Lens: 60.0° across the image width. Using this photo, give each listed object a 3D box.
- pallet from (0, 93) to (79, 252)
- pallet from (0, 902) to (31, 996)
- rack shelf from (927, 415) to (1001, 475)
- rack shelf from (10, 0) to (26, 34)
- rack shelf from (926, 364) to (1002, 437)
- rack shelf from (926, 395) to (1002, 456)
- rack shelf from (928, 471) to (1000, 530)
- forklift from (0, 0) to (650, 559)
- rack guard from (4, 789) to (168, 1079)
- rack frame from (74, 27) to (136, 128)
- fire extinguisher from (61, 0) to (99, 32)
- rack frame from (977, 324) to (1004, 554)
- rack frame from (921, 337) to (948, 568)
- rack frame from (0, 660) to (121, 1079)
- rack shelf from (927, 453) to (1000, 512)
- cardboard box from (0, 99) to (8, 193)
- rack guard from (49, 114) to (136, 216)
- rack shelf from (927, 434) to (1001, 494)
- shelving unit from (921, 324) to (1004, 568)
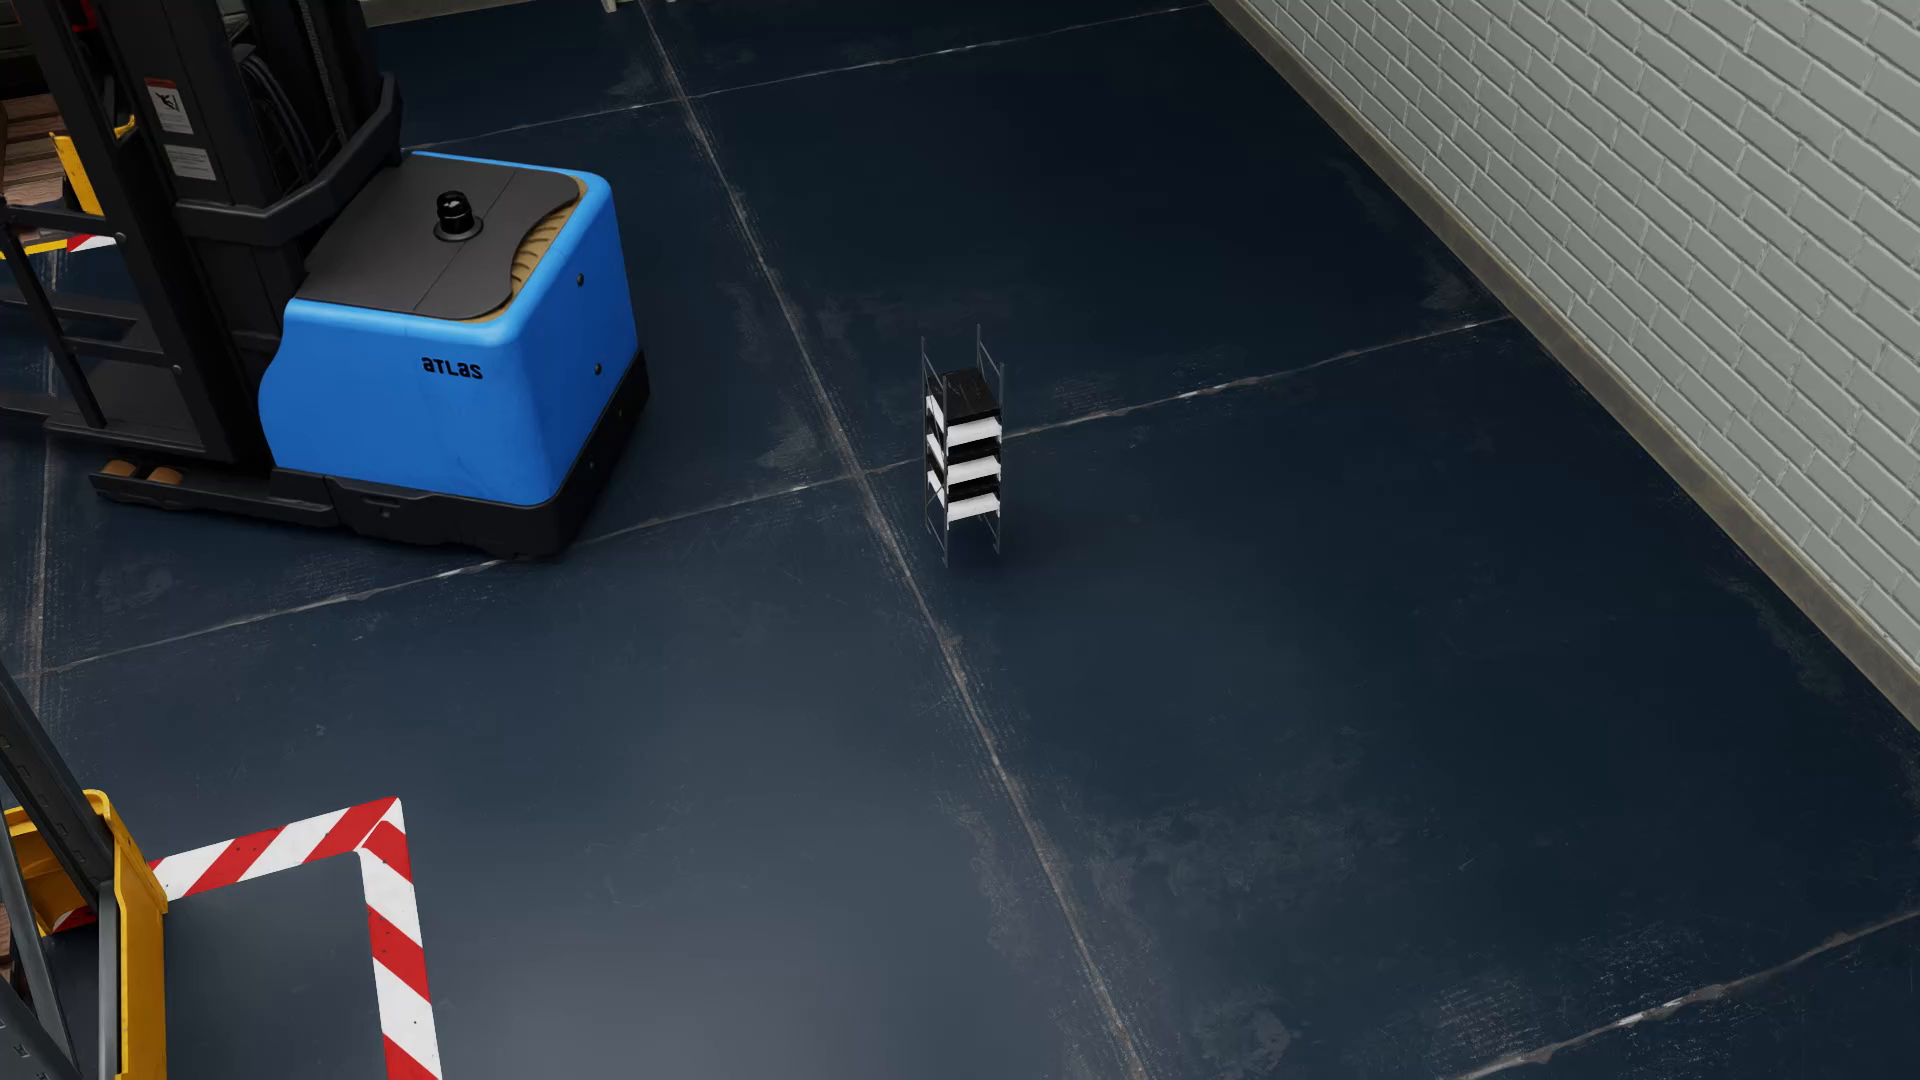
[{"bbox_3d":[-4.780,-1.654,7.749,1.213,0.211,1.003,-14,47,-14],"label":"pallet"},{"bbox_3d":[-3.190,1.612,4.495,1.213,0.211,1.003,-14,47,-14],"label":"pallet"},{"bbox_3d":[0.008,-0.360,5.893,0.200,0.077,0.258,-14,47,-14],"label":"rack shelf"},{"bbox_3d":[-5.935,-2.148,6.781,4.000,0.370,1.077,-14,47,-14],"label":"rack shelf"},{"bbox_3d":[0.008,-0.487,5.766,0.200,0.077,0.258,-14,47,-14],"label":"rack shelf"},{"bbox_3d":[0.008,-0.423,5.829,0.200,0.077,0.258,-14,47,-14],"label":"rack shelf"},{"bbox_3d":[0.008,-0.169,6.084,0.200,0.077,0.258,-14,47,-14],"label":"rack shelf"},{"bbox_3d":[-2.829,-1.505,5.681,3.031,2.935,1.130,9,46,9],"label":"forklift"},{"bbox_3d":[-2.440,1.317,4.584,0.348,0.500,1.175,-14,47,-14],"label":"rack guard"},{"bbox_3d":[-4.054,-2.883,7.005,0.127,3.000,1.000,-14,47,-14],"label":"rack frame"},{"bbox_3d":[-3.756,-2.452,6.894,0.183,0.674,0.296,-14,47,-14],"label":"fire extinguisher"},{"bbox_3d":[0.103,-0.344,5.958,0.006,0.900,0.240,-14,47,-14],"label":"rack frame"},{"bbox_3d":[-0.088,-0.295,5.909,0.006,0.900,0.240,-14,47,-14],"label":"rack frame"},{"bbox_3d":[-2.369,0.417,3.717,0.127,3.000,1.000,-14,47,-14],"label":"rack frame"},{"bbox_3d":[0.008,-0.233,6.021,0.200,0.077,0.258,-14,47,-14],"label":"rack shelf"},{"bbox_3d":[-4.679,-1.913,7.508,0.500,0.500,0.700,-14,47,-14],"label":"cardboard box"},{"bbox_3d":[-4.032,-2.006,7.896,0.348,0.500,1.175,-14,47,-14],"label":"rack guard"},{"bbox_3d":[0.008,-0.296,5.957,0.200,0.077,0.258,-14,47,-14],"label":"rack shelf"},{"bbox_3d":[0.008,-0.320,5.933,0.210,0.900,0.258,-14,47,-14],"label":"shelving unit"}]
